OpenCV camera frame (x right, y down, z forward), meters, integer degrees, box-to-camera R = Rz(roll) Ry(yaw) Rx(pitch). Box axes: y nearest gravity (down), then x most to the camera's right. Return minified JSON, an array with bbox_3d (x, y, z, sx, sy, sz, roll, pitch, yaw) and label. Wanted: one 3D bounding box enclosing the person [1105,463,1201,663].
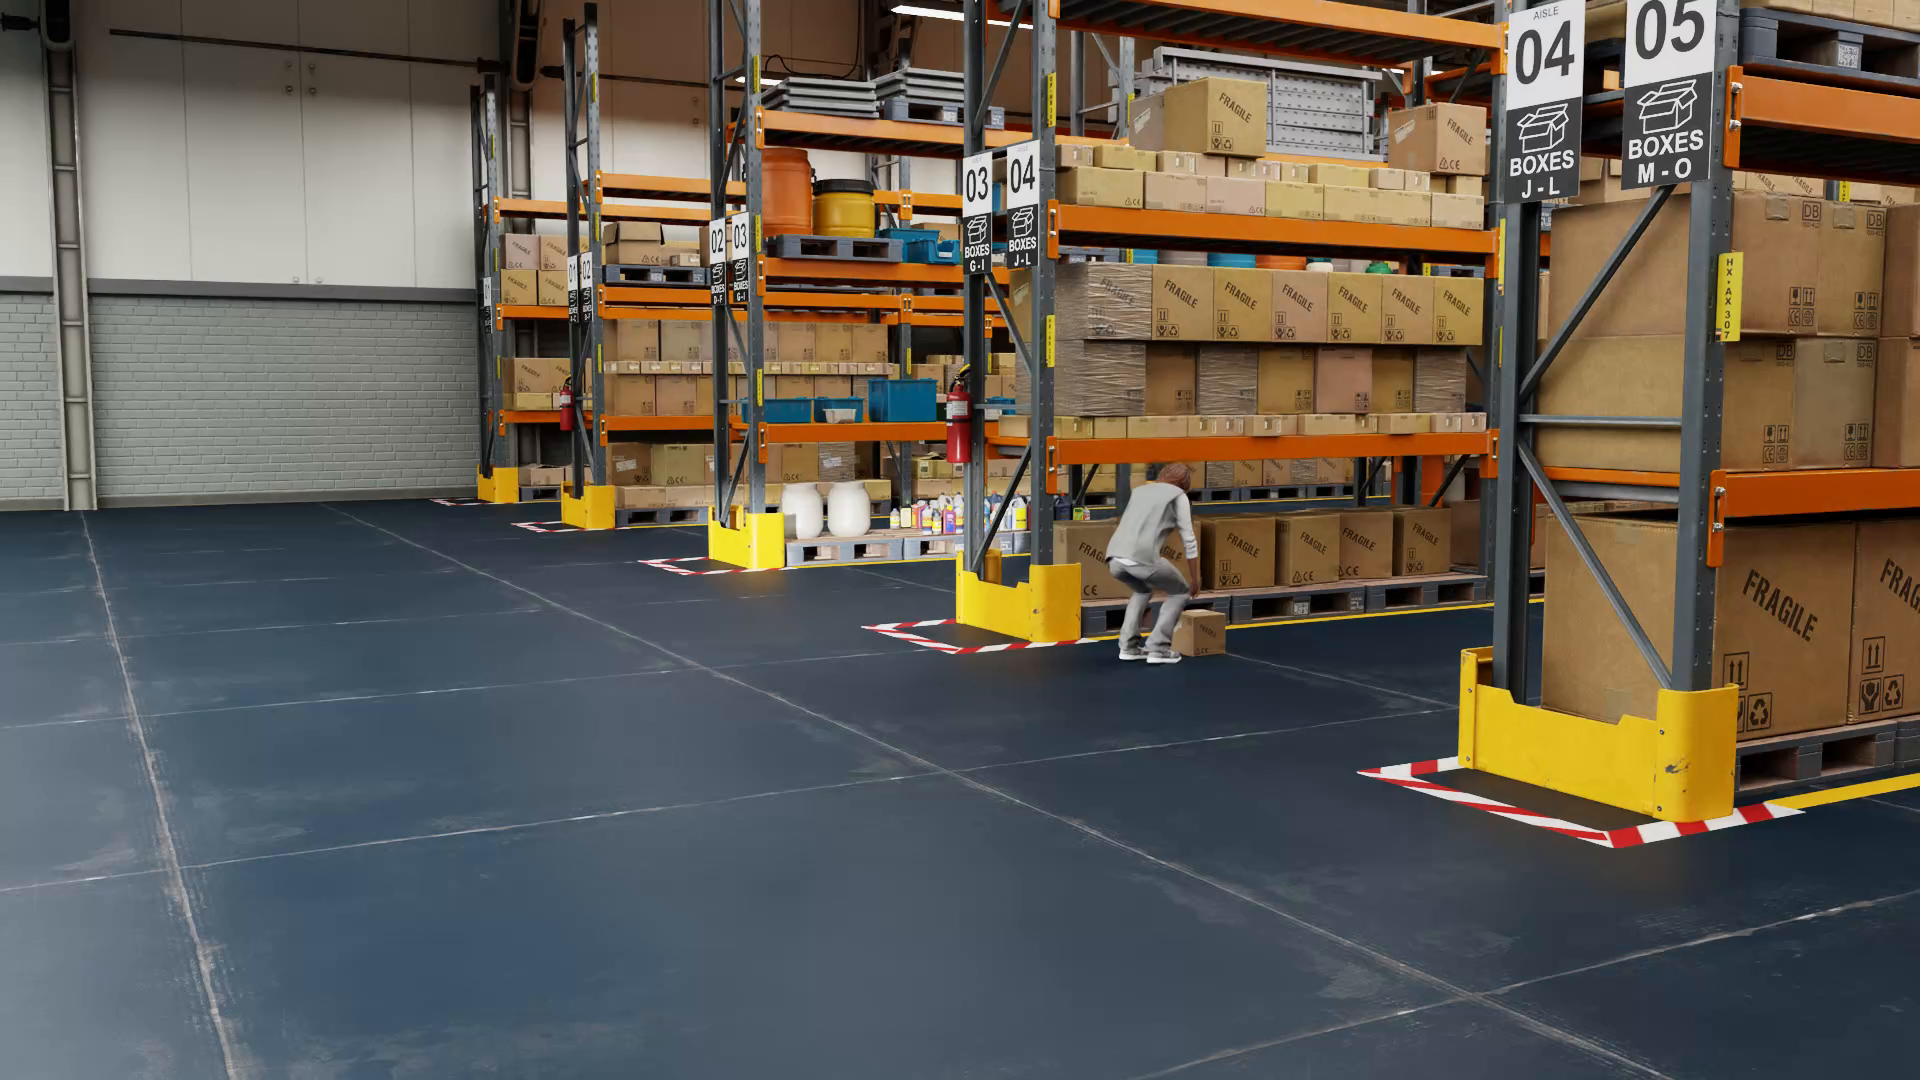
[{"bbox_3d":[1.144,0.144,10.000,0.713,1.171,0.461,-5,7,-45],"label":"person"}]
